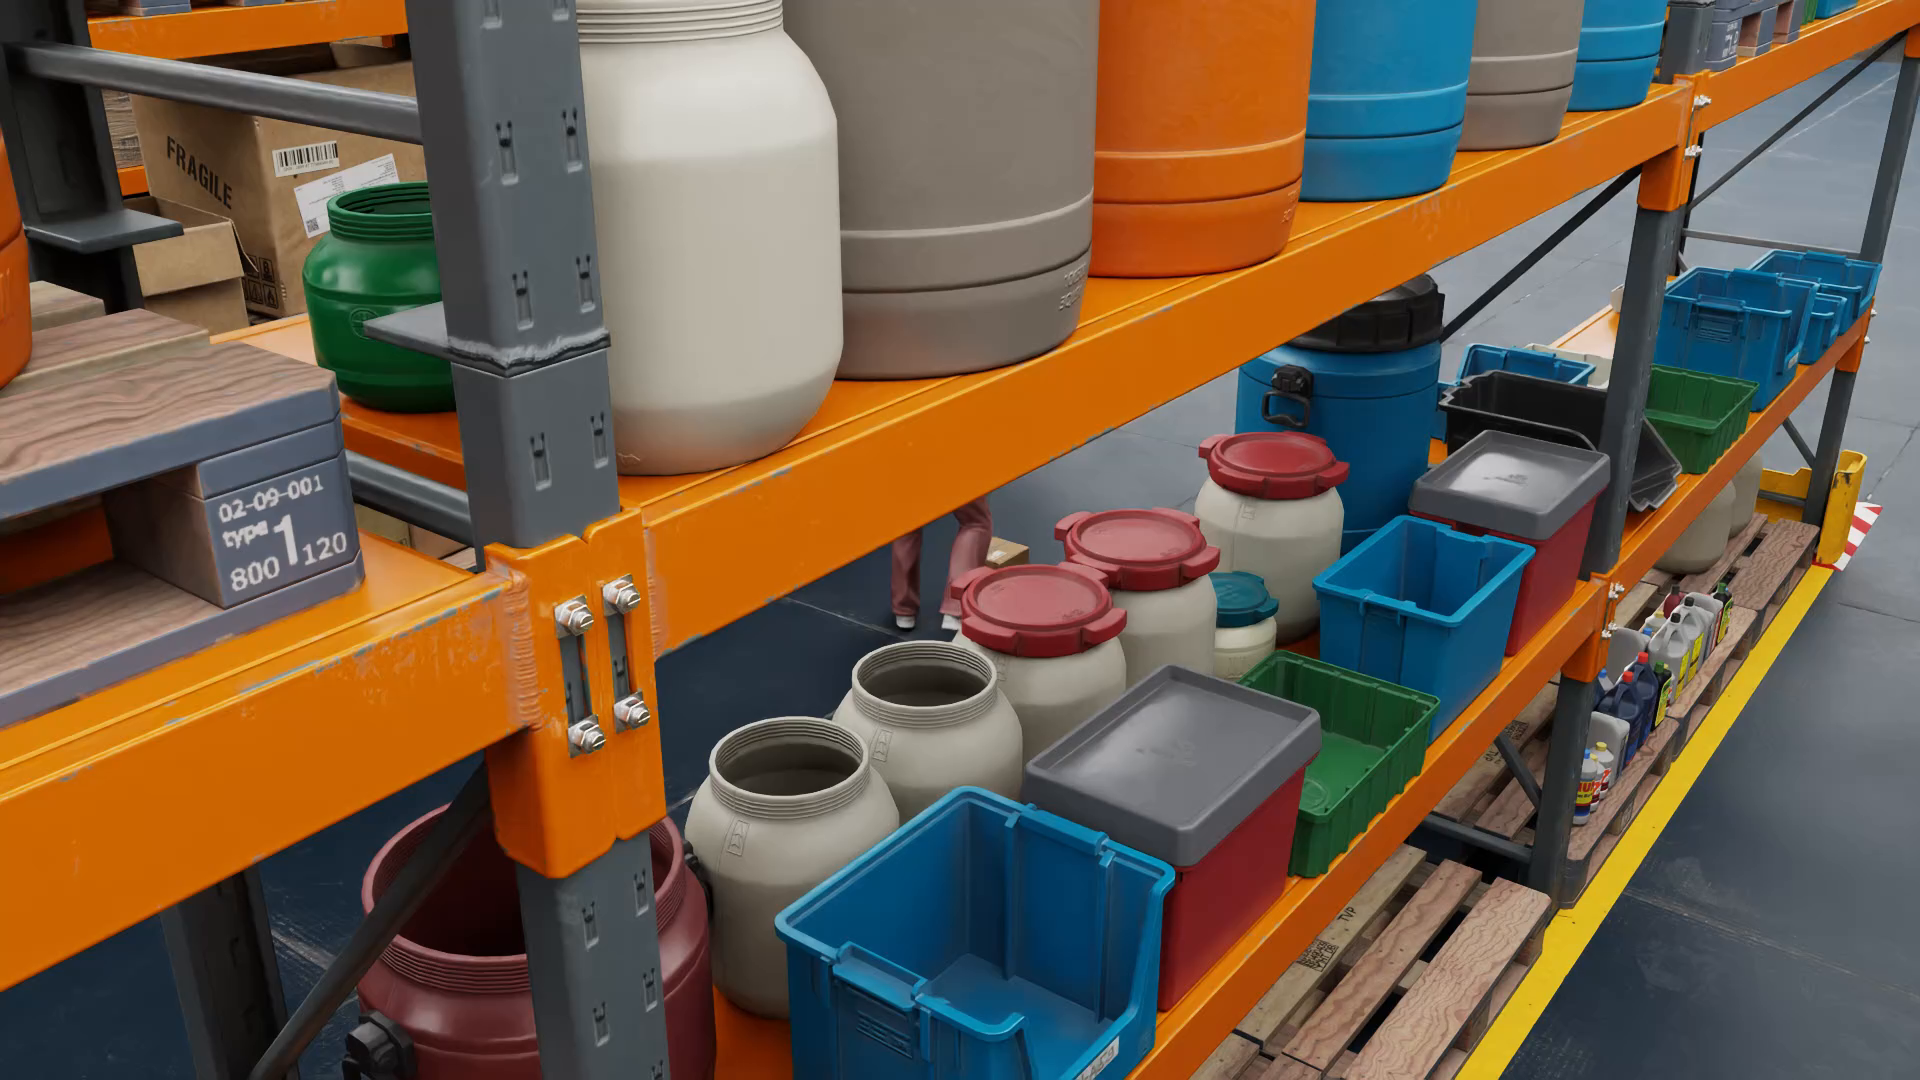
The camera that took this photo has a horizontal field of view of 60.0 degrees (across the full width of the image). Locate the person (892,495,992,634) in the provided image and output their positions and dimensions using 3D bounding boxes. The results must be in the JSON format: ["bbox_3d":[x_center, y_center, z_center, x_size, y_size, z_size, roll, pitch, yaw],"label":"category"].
[{"bbox_3d":[-0.146,-0.359,7.393,0.542,1.674,0.409,9,25,19],"label":"person"}]
